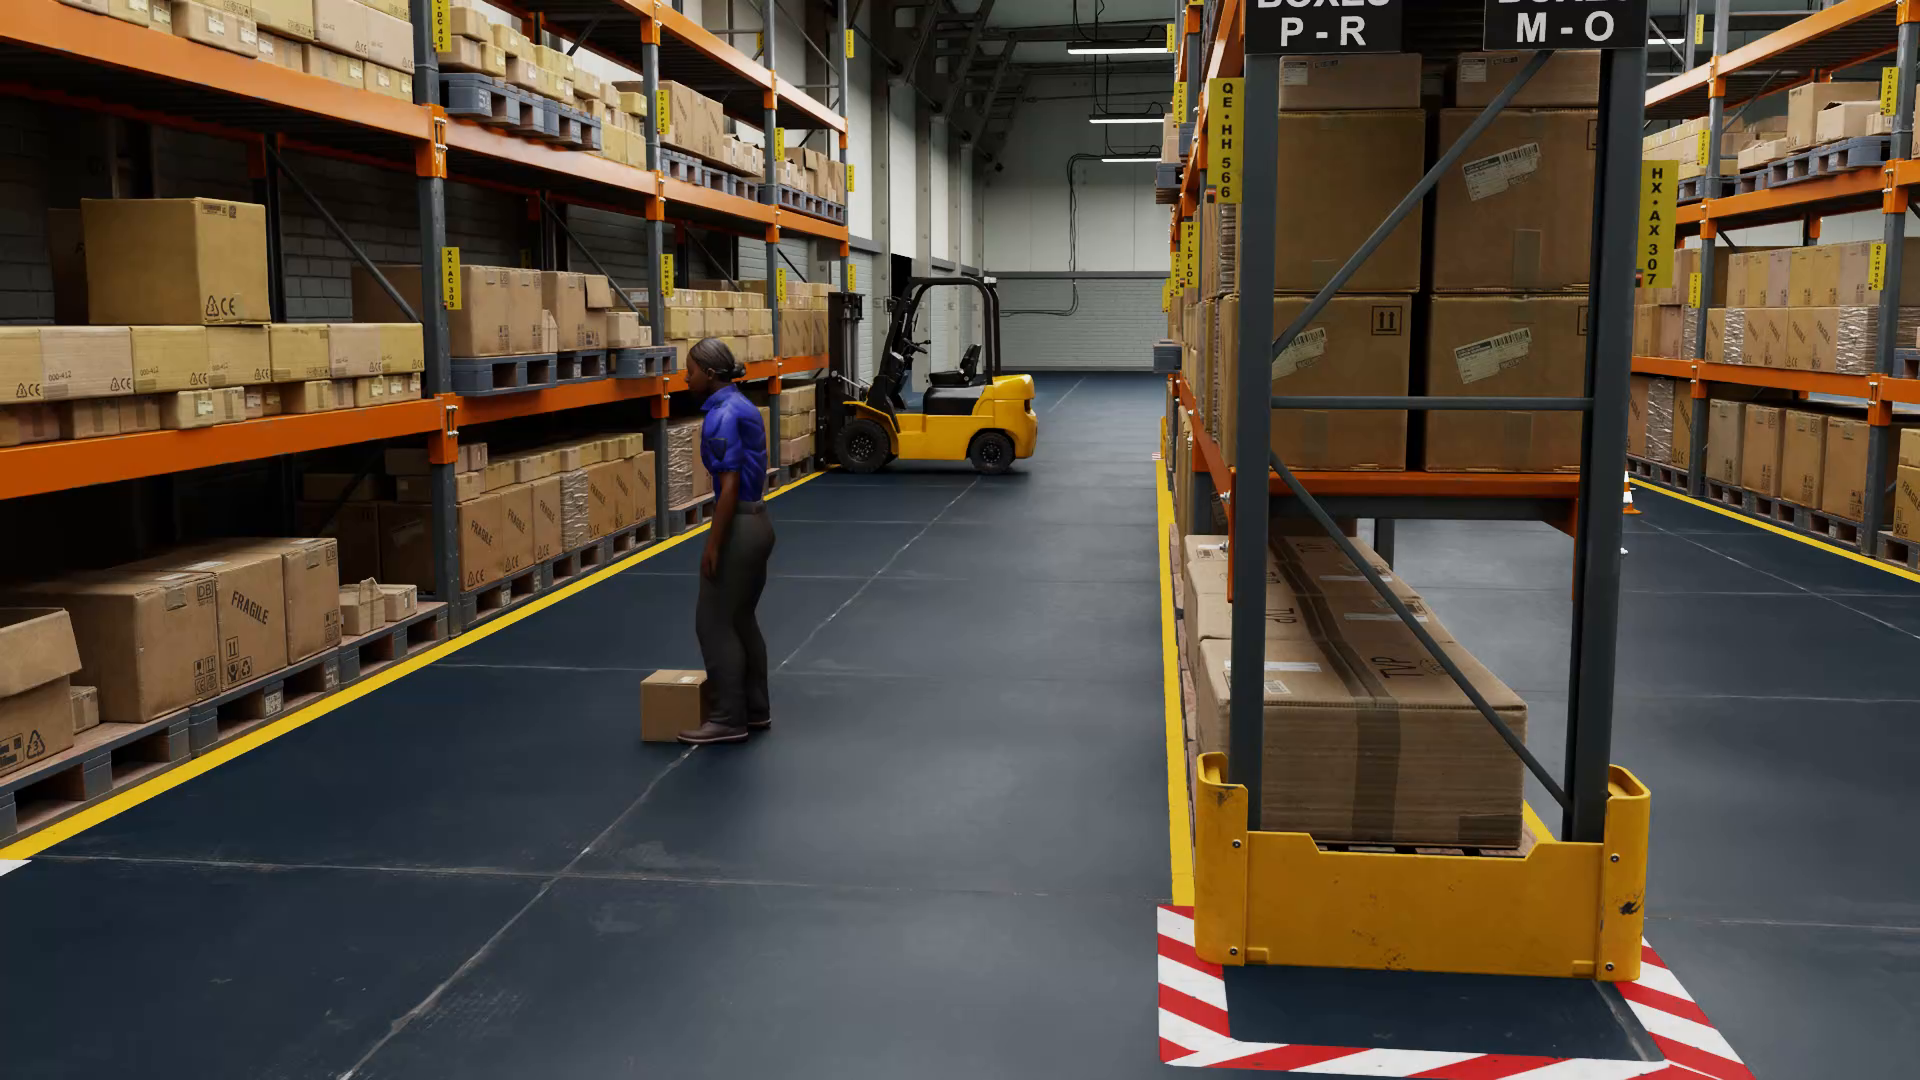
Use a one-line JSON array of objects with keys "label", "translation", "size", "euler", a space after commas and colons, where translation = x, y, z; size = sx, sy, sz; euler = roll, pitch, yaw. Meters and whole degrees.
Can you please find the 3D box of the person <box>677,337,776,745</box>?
[{"label": "person", "translation": [-0.965, -0.002, 6.827], "size": [0.395, 1.656, 0.530], "euler": [0, 8, 4]}]
